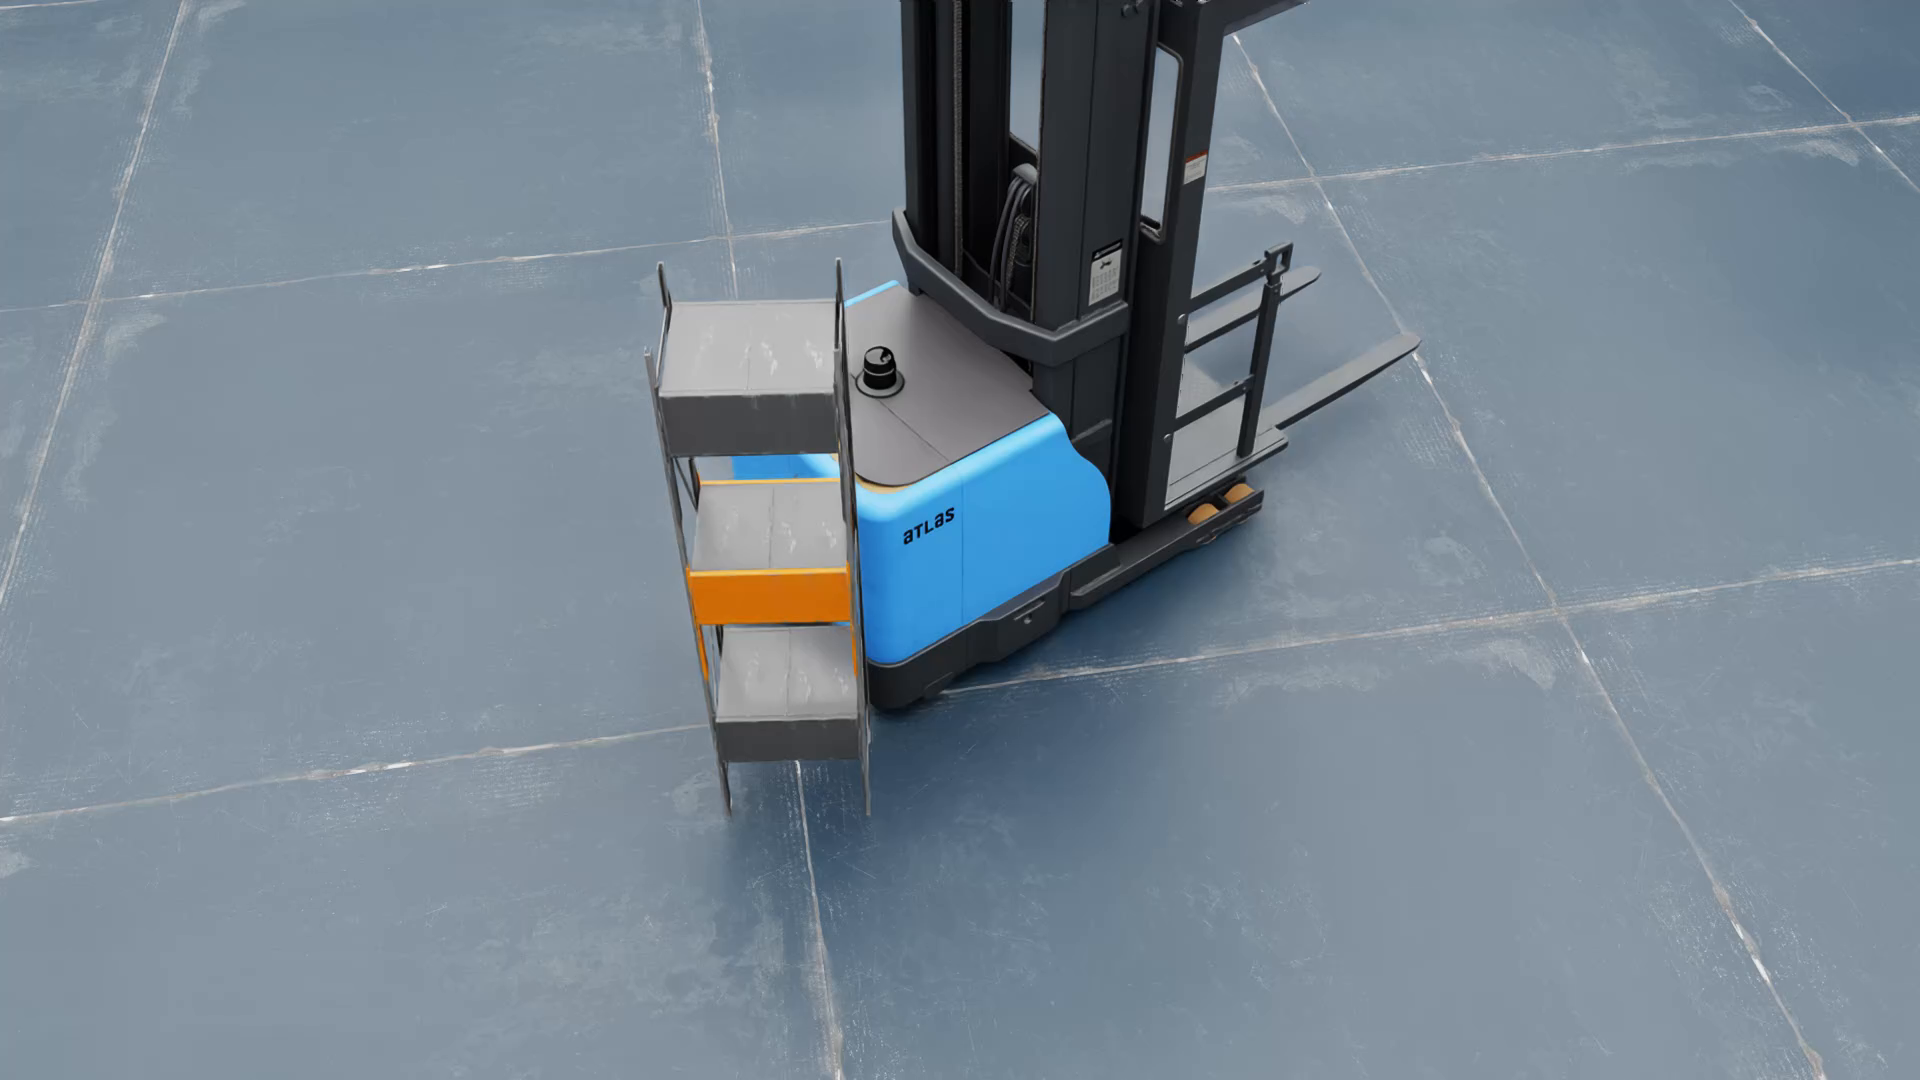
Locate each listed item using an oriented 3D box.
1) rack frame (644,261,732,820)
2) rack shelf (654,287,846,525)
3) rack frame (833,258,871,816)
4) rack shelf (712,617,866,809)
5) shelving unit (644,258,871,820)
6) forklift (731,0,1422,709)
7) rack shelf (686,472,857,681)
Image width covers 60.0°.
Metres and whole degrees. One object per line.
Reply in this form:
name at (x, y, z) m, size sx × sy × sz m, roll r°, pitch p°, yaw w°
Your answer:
rack frame at (-0.815, 0.107, 5.189) m, size 0.015 × 2.100 × 0.400 m, roll -1°, pitch 46°, yaw -1°
rack shelf at (-0.572, -0.376, 4.700) m, size 0.480 × 0.518 × 0.431 m, roll -1°, pitch 46°, yaw -1°
rack frame at (-0.328, 0.094, 5.201) m, size 0.015 × 2.100 × 0.400 m, roll -1°, pitch 46°, yaw -1°
rack shelf at (-0.571, 0.595, 5.709) m, size 0.480 × 0.518 × 0.431 m, roll -1°, pitch 46°, yaw -1°
shelving unit at (-0.571, 0.100, 5.195) m, size 0.503 × 2.100 × 0.431 m, roll -1°, pitch 46°, yaw -1°
forklift at (0.617, -1.277, 5.945) m, size 3.031 × 2.935 × 1.130 m, roll -28°, pitch 52°, yaw -25°
rack shelf at (-0.571, 0.110, 5.205) m, size 0.480 × 0.518 × 0.431 m, roll -1°, pitch 46°, yaw -1°
